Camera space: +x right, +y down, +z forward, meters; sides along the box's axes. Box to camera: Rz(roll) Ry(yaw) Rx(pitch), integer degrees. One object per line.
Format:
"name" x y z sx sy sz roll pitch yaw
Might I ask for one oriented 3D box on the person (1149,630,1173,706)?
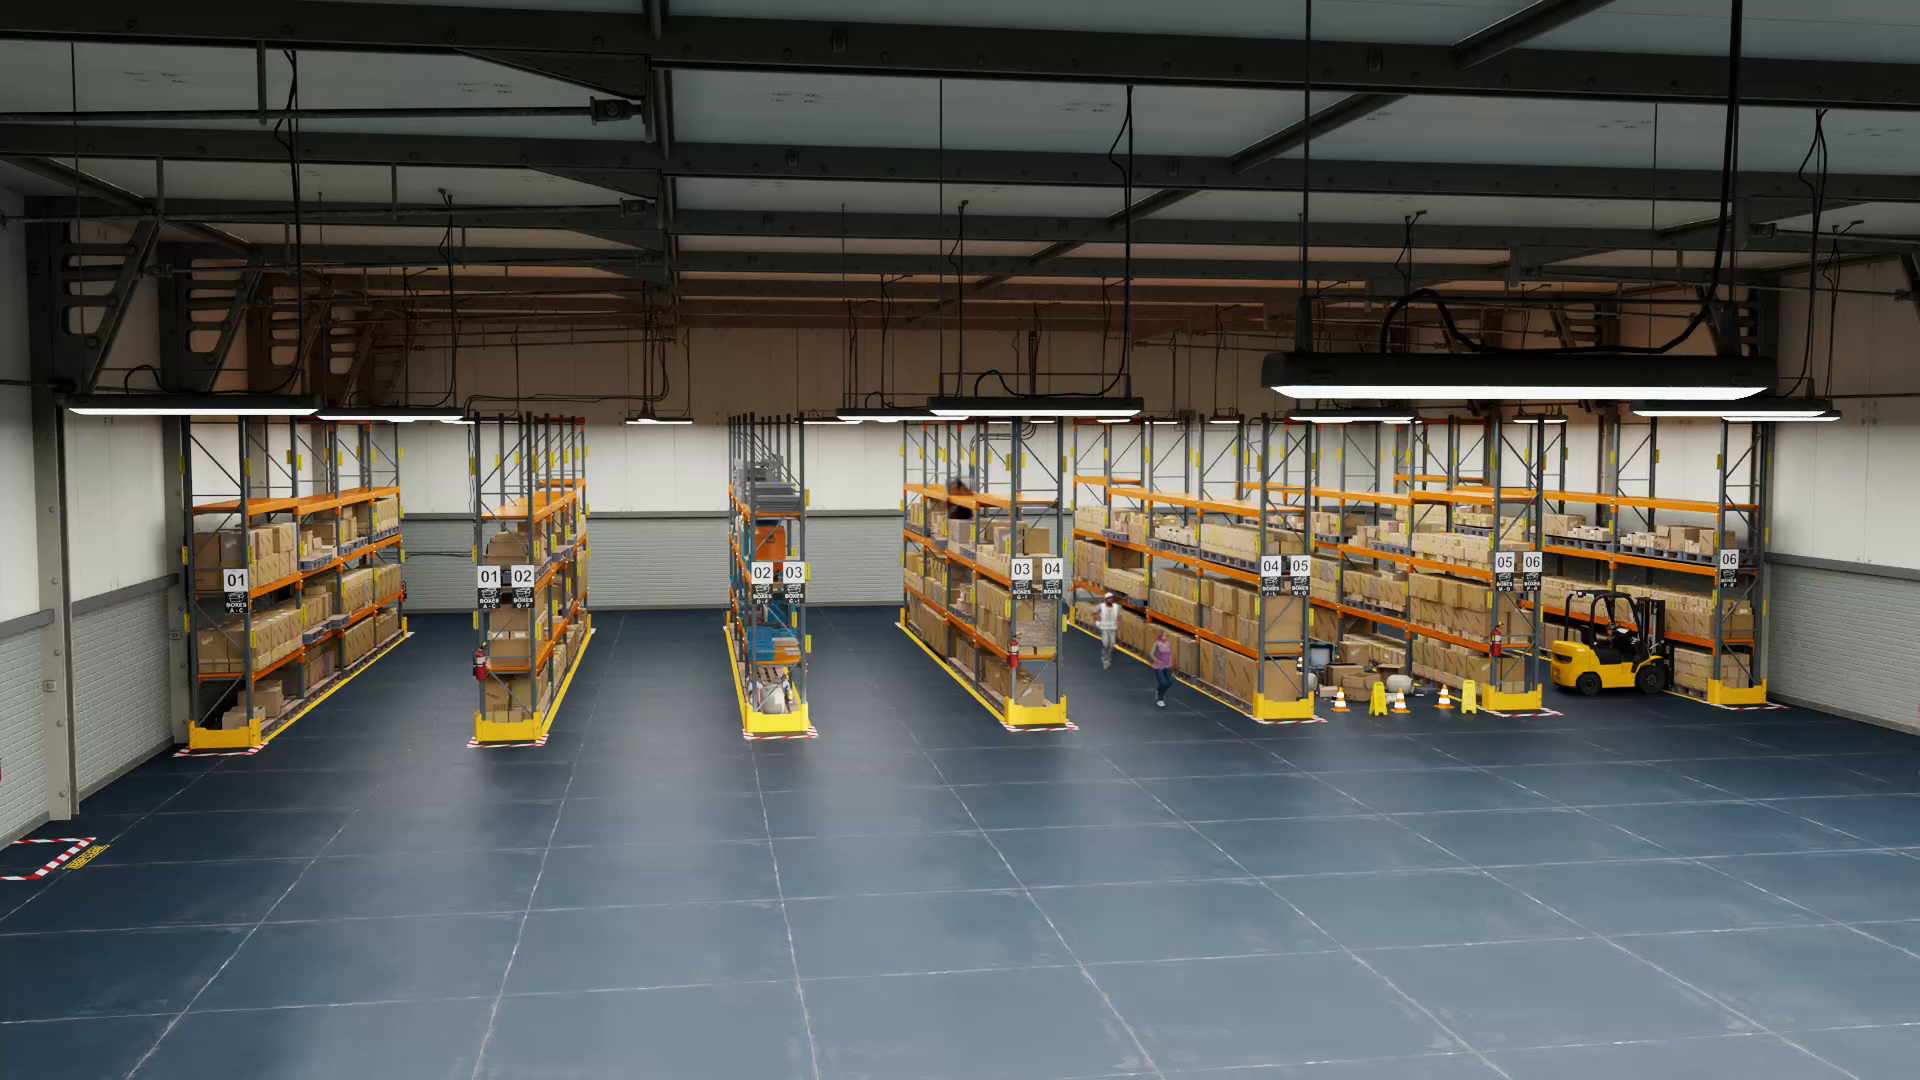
"person" 4.151 2.621 34.073 0.553 1.557 0.525 -2 4 -22

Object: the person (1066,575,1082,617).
"person" 3.432 1.481 49.903 0.568 1.686 0.730 1 4 16

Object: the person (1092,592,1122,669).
"person" 3.532 2.168 39.536 0.668 1.842 0.654 -1 4 -11
